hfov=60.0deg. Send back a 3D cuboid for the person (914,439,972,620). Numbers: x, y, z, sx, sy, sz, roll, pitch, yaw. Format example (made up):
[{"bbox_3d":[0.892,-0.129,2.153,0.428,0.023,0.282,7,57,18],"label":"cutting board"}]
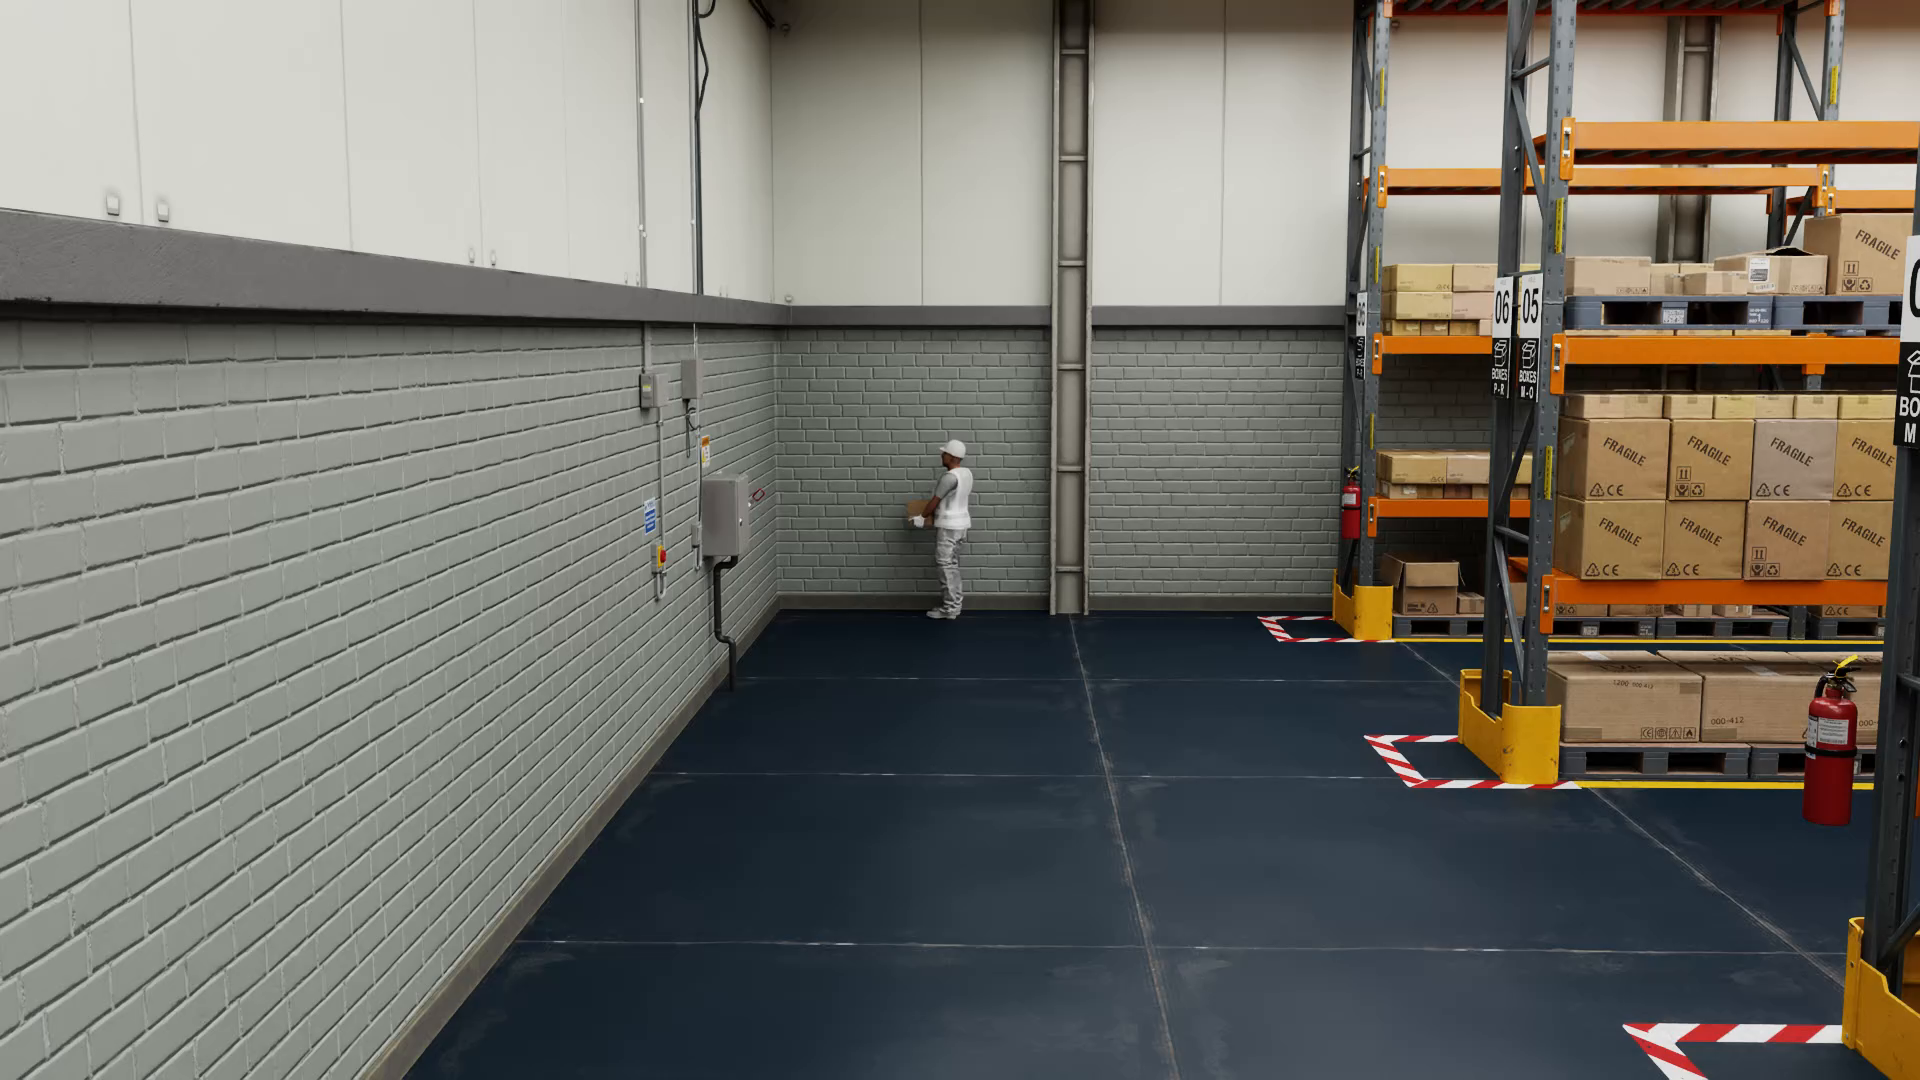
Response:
[{"bbox_3d":[-0.162,-0.116,16.599,0.528,1.787,0.539,3,8,20],"label":"person"}]
